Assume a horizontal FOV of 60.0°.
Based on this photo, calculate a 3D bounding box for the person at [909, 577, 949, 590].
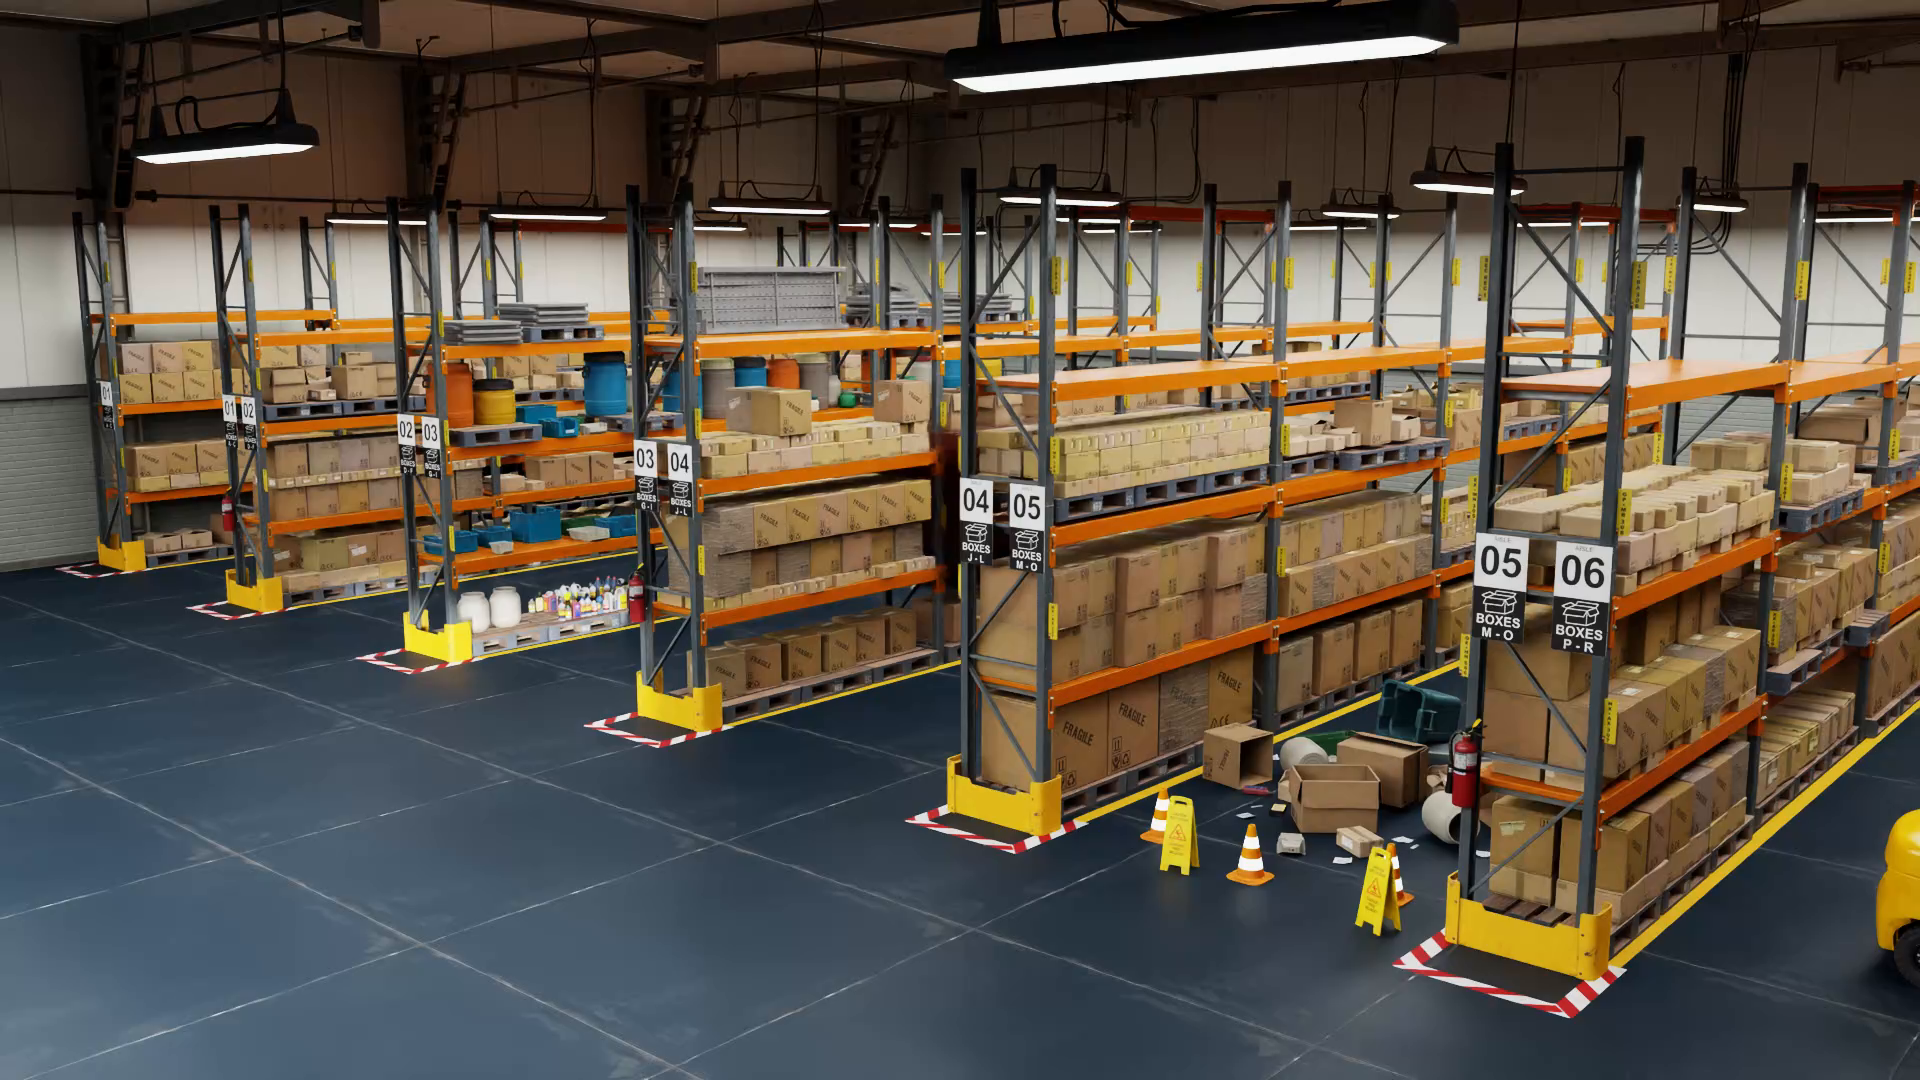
[{"bbox_3d":[-0.494,-0.092,25.080,0.451,1.616,1.046,7,12,38],"label":"person"}]

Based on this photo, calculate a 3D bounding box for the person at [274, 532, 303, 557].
[{"bbox_3d":[-11.752,-0.451,29.047,0.583,1.659,0.529,7,11,34],"label":"person"}]
